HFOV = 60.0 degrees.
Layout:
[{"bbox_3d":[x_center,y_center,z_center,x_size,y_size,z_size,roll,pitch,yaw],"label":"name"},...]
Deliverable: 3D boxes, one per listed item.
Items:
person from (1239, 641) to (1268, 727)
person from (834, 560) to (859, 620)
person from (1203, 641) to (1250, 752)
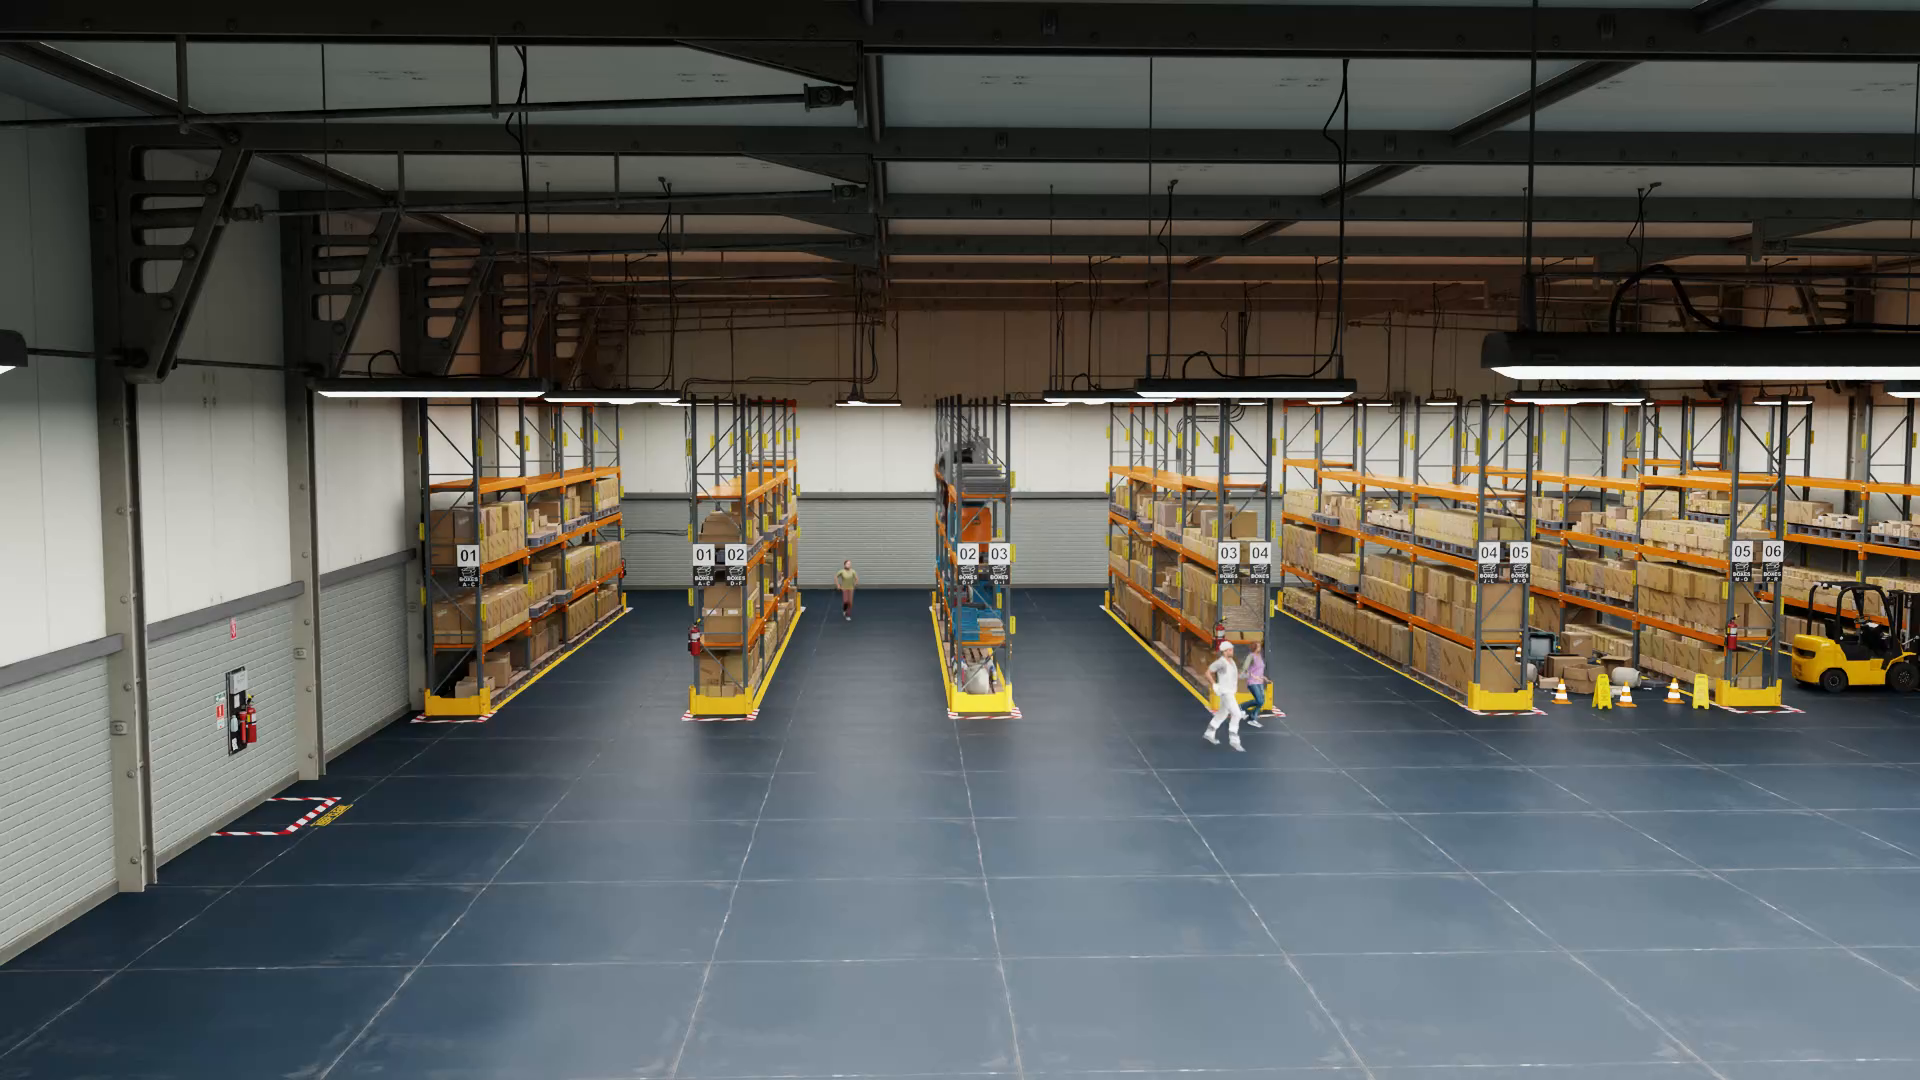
[{"bbox_3d":[5.301,2.595,30.068,0.487,1.563,0.521,4,6,40],"label":"person"},{"bbox_3d":[-3.044,1.367,45.156,0.644,1.635,0.554,-1,5,-18],"label":"person"},{"bbox_3d":[4.468,2.621,27.975,0.806,1.845,0.650,2,5,27],"label":"person"}]
